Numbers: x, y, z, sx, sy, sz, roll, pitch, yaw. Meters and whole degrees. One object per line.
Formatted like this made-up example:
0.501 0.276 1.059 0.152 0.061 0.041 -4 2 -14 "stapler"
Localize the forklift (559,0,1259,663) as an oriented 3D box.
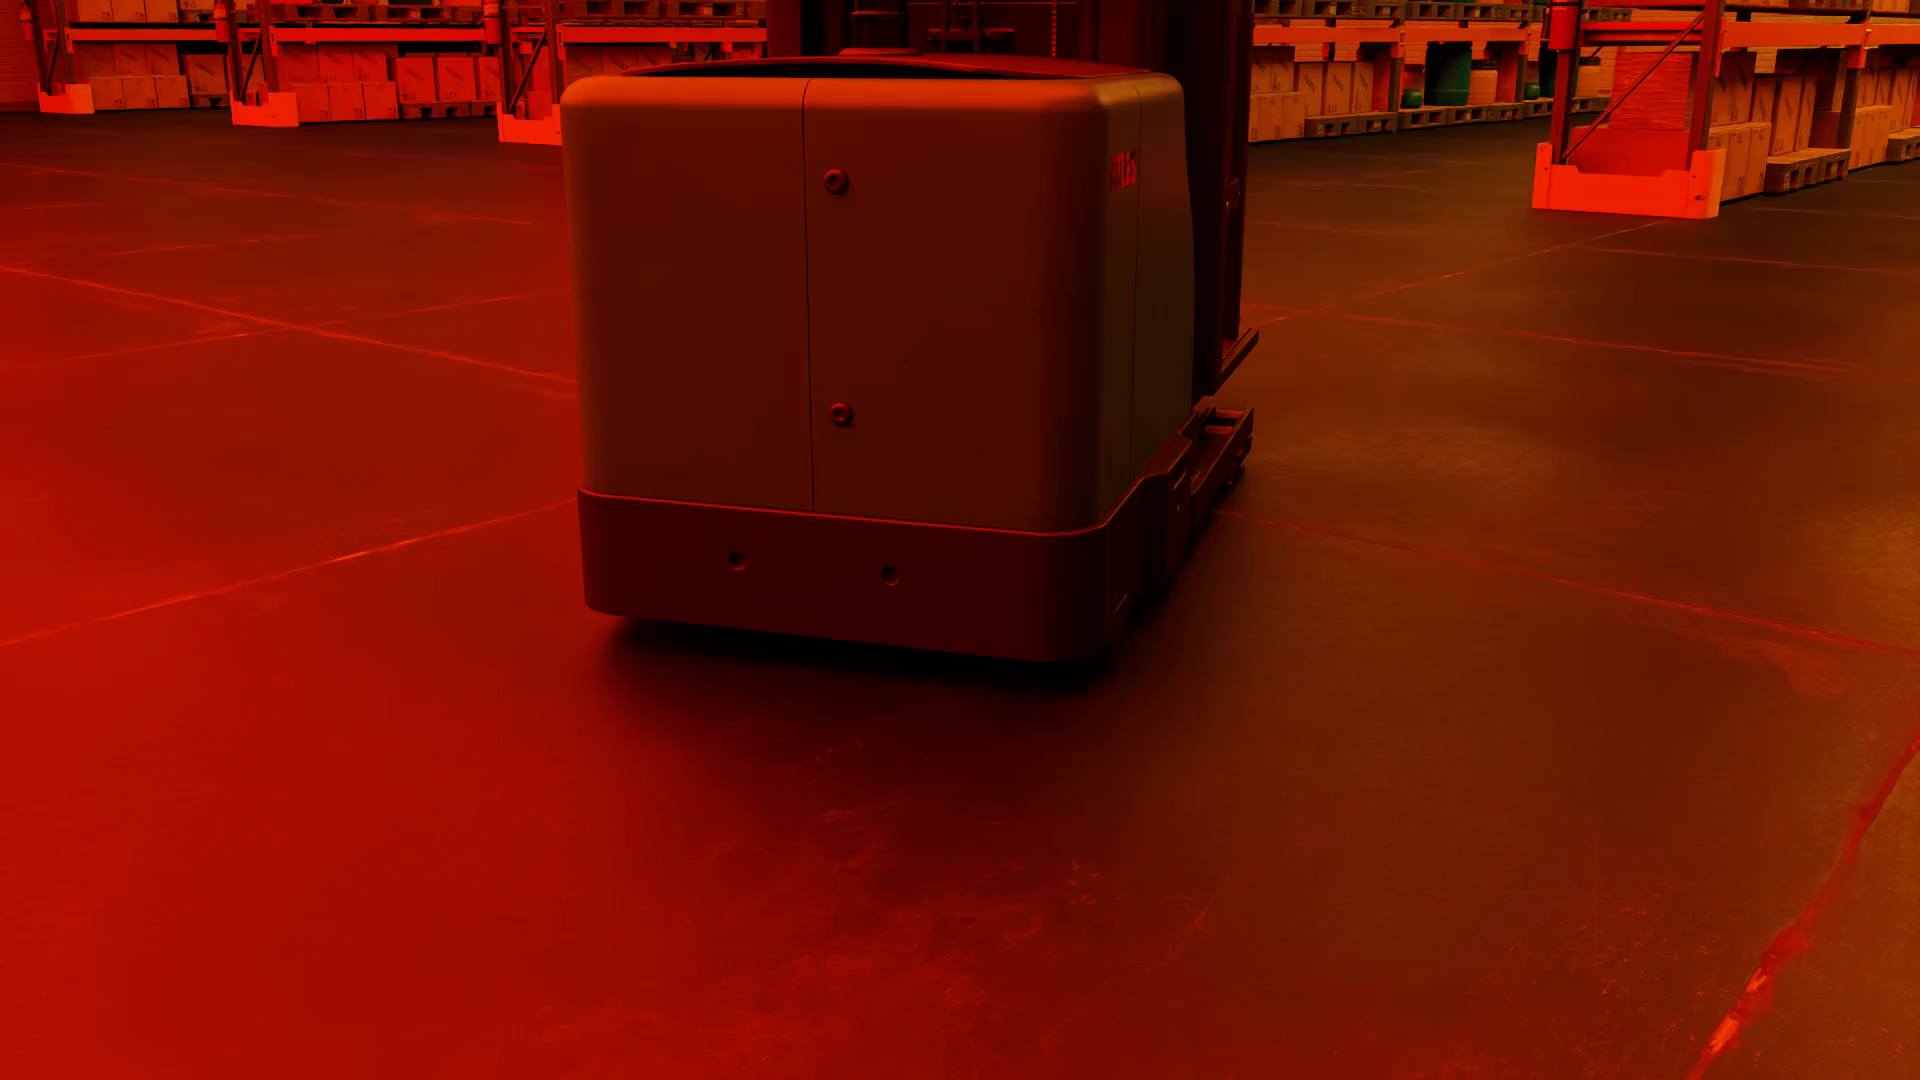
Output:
0.182 -1.571 4.072 1.130 2.935 3.031 5 18 17 "forklift"
